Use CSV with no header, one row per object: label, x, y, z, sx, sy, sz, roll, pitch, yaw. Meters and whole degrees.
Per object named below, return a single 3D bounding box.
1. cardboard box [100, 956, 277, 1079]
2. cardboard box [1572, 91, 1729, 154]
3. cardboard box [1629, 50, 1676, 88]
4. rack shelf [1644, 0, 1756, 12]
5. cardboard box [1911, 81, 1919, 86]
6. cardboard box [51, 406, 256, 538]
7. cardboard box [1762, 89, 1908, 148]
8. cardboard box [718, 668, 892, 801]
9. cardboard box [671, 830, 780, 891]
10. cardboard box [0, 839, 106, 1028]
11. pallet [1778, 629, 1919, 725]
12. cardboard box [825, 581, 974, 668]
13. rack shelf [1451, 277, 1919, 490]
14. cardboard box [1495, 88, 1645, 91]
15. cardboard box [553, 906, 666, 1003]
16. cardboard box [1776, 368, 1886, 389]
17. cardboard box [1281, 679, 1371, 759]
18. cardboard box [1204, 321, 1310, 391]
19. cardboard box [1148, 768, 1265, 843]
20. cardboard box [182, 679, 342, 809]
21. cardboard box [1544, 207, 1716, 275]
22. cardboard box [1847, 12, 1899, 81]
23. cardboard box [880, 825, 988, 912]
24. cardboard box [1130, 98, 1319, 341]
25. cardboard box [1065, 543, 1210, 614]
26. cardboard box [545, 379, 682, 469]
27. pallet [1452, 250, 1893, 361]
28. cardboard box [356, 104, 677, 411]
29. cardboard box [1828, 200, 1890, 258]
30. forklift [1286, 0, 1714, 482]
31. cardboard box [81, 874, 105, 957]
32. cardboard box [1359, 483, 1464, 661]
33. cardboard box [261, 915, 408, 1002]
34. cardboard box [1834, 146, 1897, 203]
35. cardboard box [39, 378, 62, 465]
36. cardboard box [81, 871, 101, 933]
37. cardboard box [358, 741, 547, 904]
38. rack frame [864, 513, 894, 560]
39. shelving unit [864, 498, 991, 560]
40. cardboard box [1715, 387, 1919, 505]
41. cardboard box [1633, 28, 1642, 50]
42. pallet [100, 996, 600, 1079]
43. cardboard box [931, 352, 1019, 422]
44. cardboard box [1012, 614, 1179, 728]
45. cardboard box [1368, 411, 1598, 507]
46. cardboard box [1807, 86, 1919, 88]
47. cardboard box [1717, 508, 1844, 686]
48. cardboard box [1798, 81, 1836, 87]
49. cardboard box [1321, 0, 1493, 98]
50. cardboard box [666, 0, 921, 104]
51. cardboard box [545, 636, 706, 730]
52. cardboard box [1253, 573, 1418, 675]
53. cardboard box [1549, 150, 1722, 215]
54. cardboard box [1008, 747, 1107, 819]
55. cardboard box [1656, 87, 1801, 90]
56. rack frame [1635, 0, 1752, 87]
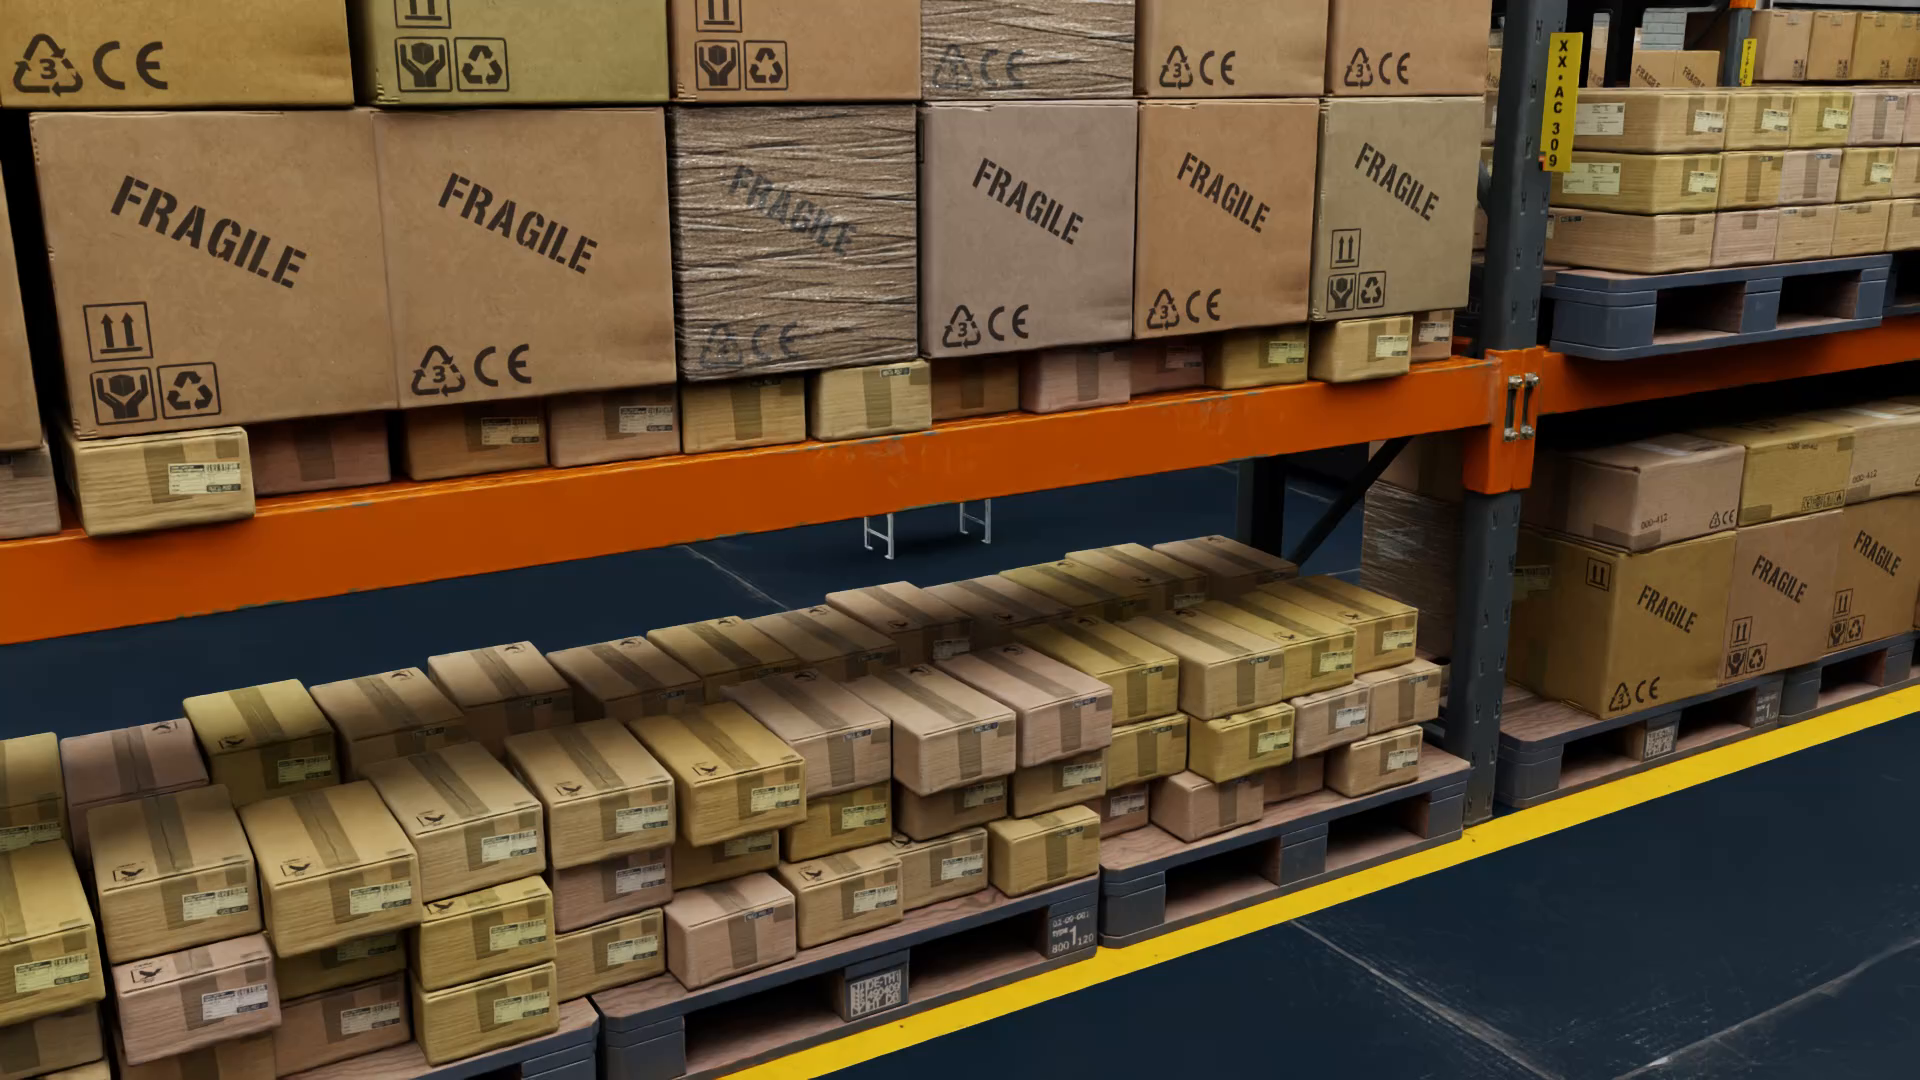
cardboard box,-1.463,0.902,3.139,0.250,0.149,0.380,-9,18,-30
cardboard box,1.744,-1.087,4.314,0.250,0.149,0.380,-8,18,-27
cardboard box,4.689,-3.221,11.828,0.500,0.500,0.500,-9,18,-29
rack shelf,7.106,-4.390,13.288,4.000,0.370,1.077,-9,18,-30
cardboard box,7.635,-3.485,13.548,0.500,0.500,0.500,-9,18,-30
cardboard box,-1.357,-0.133,2.791,0.250,0.149,0.380,-10,18,-31
cardboard box,2.417,-1.196,4.704,0.250,0.149,0.380,-9,18,-30
cardboard box,-0.351,0.431,3.718,0.250,0.149,0.380,-9,18,-30
cardboard box,-0.584,0.603,3.654,0.250,0.149,0.380,-8,18,-27
cardboard box,-1.635,0.675,2.845,0.250,0.149,0.380,-10,19,-32
pallet,2.883,0.293,5.974,1.213,0.211,1.003,-9,18,-30
cardboard box,-0.162,0.243,4.389,0.250,0.149,0.380,-9,18,-29
rack shelf,2.884,-0.702,5.690,4.000,0.370,1.077,-9,18,-30
cardboard box,1.866,-1.312,5.119,0.250,0.149,0.380,-10,18,-31
cardboard box,-0.808,0.798,3.509,0.250,0.149,0.380,-9,18,-30
cardboard box,3.017,-0.510,6.136,0.500,0.250,0.500,-9,18,-29
cardboard box,0.838,0.415,4.326,0.250,0.149,0.380,-10,19,-32
cardboard box,0.621,-0.471,4.000,0.250,0.149,0.380,-8,18,-28
cardboard box,0.550,0.602,4.210,0.250,0.149,0.380,-10,18,-32
cardboard box,-1.534,0.450,3.648,0.250,0.149,0.380,-10,18,-31
cardboard box,1.744,-0.800,4.394,0.250,0.149,0.380,-10,19,-32
cardboard box,6.774,-3.827,12.917,0.500,0.500,0.700,-10,18,-31
cardboard box,-0.136,0.698,3.867,0.250,0.149,0.380,-9,18,-29
cardboard box,0.455,-0.757,3.818,0.500,0.500,0.500,-10,18,-31
cardboard box,0.501,0.138,4.762,0.250,0.149,0.380,-8,18,-27
cardboard box,-0.735,-0.260,3.246,0.250,0.149,0.380,-10,18,-31
pallet,1.900,-0.751,4.886,1.213,0.211,1.003,-9,18,-30
cardboard box,-0.860,-0.550,3.078,0.500,0.500,0.500,-9,18,-29
cardboard box,2.411,-0.909,4.781,0.250,0.149,0.380,-9,18,-29
forklift,3.136,-1.877,8.675,3.031,2.935,1.130,-8,18,-28
cardboard box,-1.747,0.775,3.590,0.250,0.149,0.380,-9,18,-28
cardboard box,1.675,0.070,5.457,0.500,0.500,0.500,-10,18,-31
cardboard box,-1.250,0.720,3.237,0.250,0.149,0.380,-9,18,-29
cardboard box,2.409,-1.052,4.742,0.250,0.149,0.380,-10,19,-32
cardboard box,-1.685,-0.269,3.276,0.250,0.149,0.380,-9,18,-30
cardboard box,-1.702,0.649,3.488,0.250,0.149,0.380,-10,18,-31
cardboard box,-1.009,0.550,3.292,0.250,0.149,0.380,-10,19,-32
rack frame,-0.351,-0.521,7.045,0.015,1.200,0.240,-9,18,-30
shelving unit,-0.142,-0.555,7.166,0.503,1.200,0.258,-9,18,-30
cardboard box,2.834,-0.316,5.445,0.500,0.250,0.500,-8,18,-28
cardboard box,4.528,-3.505,11.638,0.250,0.149,0.380,-10,18,-31
pallet,-1.479,1.013,3.406,1.213,0.211,1.003,-9,18,-30
cardboard box,-0.076,-0.374,3.650,0.250,0.149,0.380,-10,18,-31
cardboard box,0.328,0.322,4.105,0.250,0.149,0.380,-9,18,-28
cardboard box,1.678,-0.292,5.359,0.500,0.250,0.500,-10,18,-31
cardboard box,3.203,-1.529,5.893,0.250,0.149,0.380,-8,18,-27
cardboard box,2.392,0.116,5.293,0.500,0.500,0.500,-8,18,-27
cardboard box,6.330,-3.277,12.807,0.500,0.500,0.500,-9,18,-30
cardboard box,0.906,-1.315,3.957,0.500,0.500,0.500,-10,18,-32
cardboard box,-0.416,-1.099,3.183,0.500,0.500,0.500,-10,18,-31
cardboard box,-0.795,0.368,3.942,0.250,0.149,0.380,-10,18,-32
cardboard box,0.999,0.223,4.458,0.250,0.149,0.380,-9,18,-28
cardboard box,1.744,-0.943,4.354,0.250,0.149,0.380,-9,18,-29
cardboard box,0.144,0.508,3.993,0.250,0.149,0.380,-9,18,-28
cardboard box,2.531,-1.420,5.504,0.250,0.149,0.380,-10,19,-32
rack frame,5.391,-3.014,12.604,0.127,3.000,1.000,-9,18,-30
